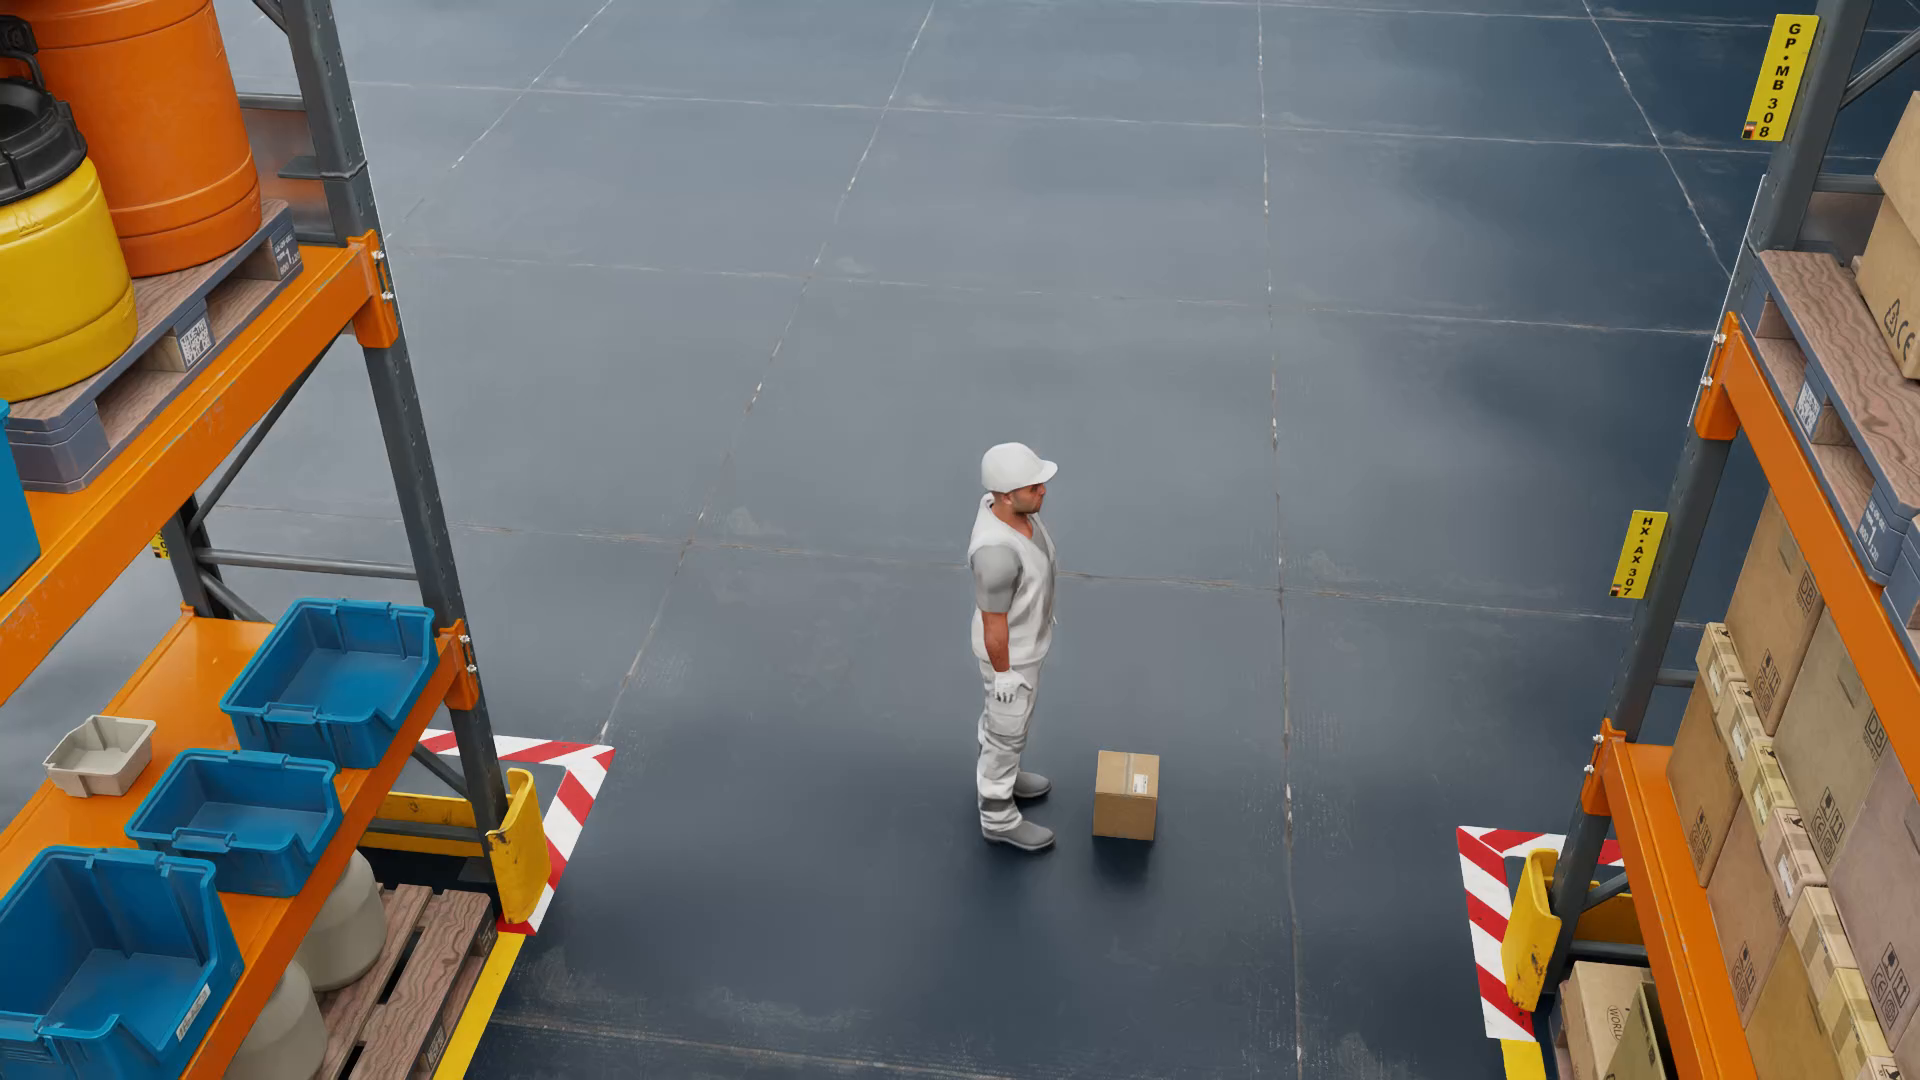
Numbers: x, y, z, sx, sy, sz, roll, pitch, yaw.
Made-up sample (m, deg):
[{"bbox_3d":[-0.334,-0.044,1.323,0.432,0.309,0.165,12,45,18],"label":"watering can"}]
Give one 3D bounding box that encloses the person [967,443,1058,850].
[{"bbox_3d":[0.225,0.397,6.466,0.371,1.796,0.526,5,36,7],"label":"person"}]
